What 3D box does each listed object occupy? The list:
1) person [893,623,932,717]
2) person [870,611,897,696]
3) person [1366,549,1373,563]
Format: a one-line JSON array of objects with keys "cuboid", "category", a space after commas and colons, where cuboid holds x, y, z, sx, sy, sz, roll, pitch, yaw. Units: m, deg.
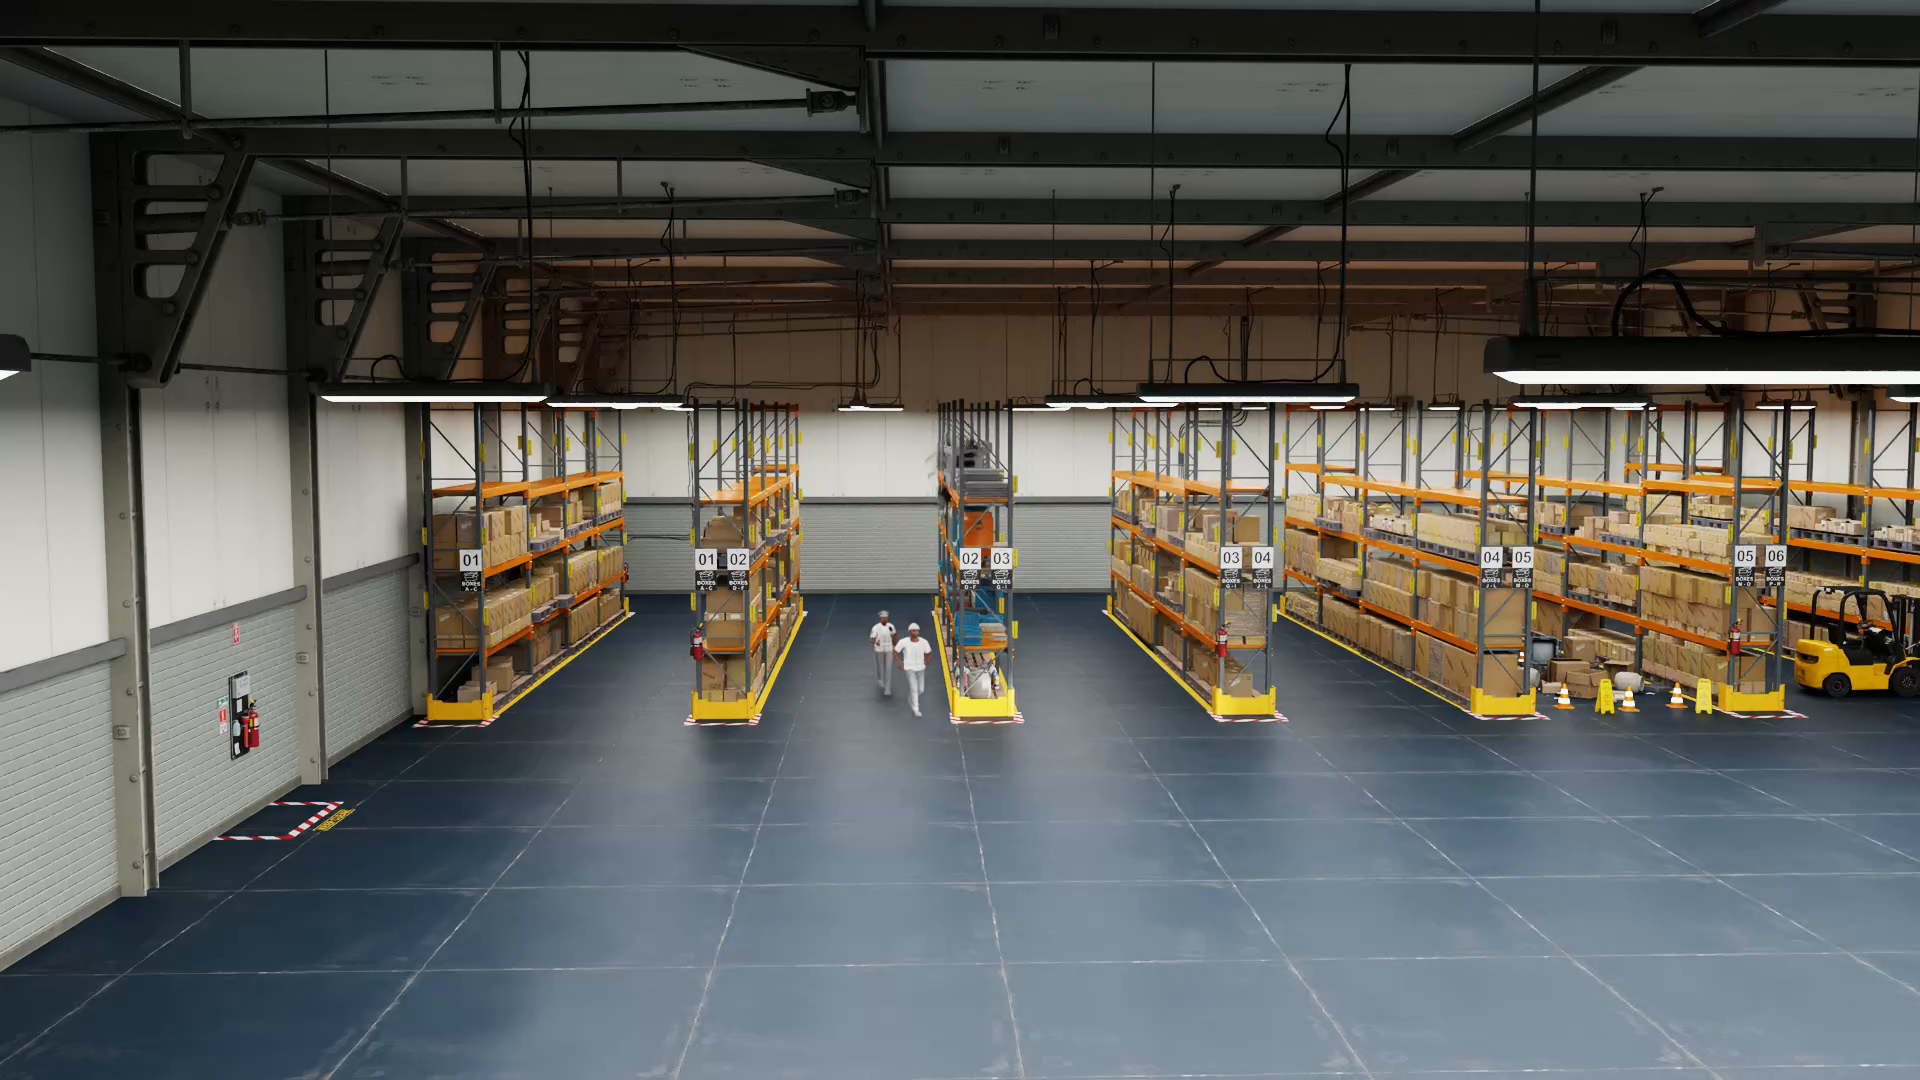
[{"cuboid": [-0.888, 2.450, 31.591, 0.729, 1.753, 0.884, -2, 5, -20], "category": "person"}, {"cuboid": [-1.560, 2.286, 34.055, 0.587, 1.701, 0.930, -1, 4, -7], "category": "person"}, {"cuboid": [12.180, 1.129, 49.234, 0.719, 1.748, 0.737, 0, 4, 6], "category": "person"}]
